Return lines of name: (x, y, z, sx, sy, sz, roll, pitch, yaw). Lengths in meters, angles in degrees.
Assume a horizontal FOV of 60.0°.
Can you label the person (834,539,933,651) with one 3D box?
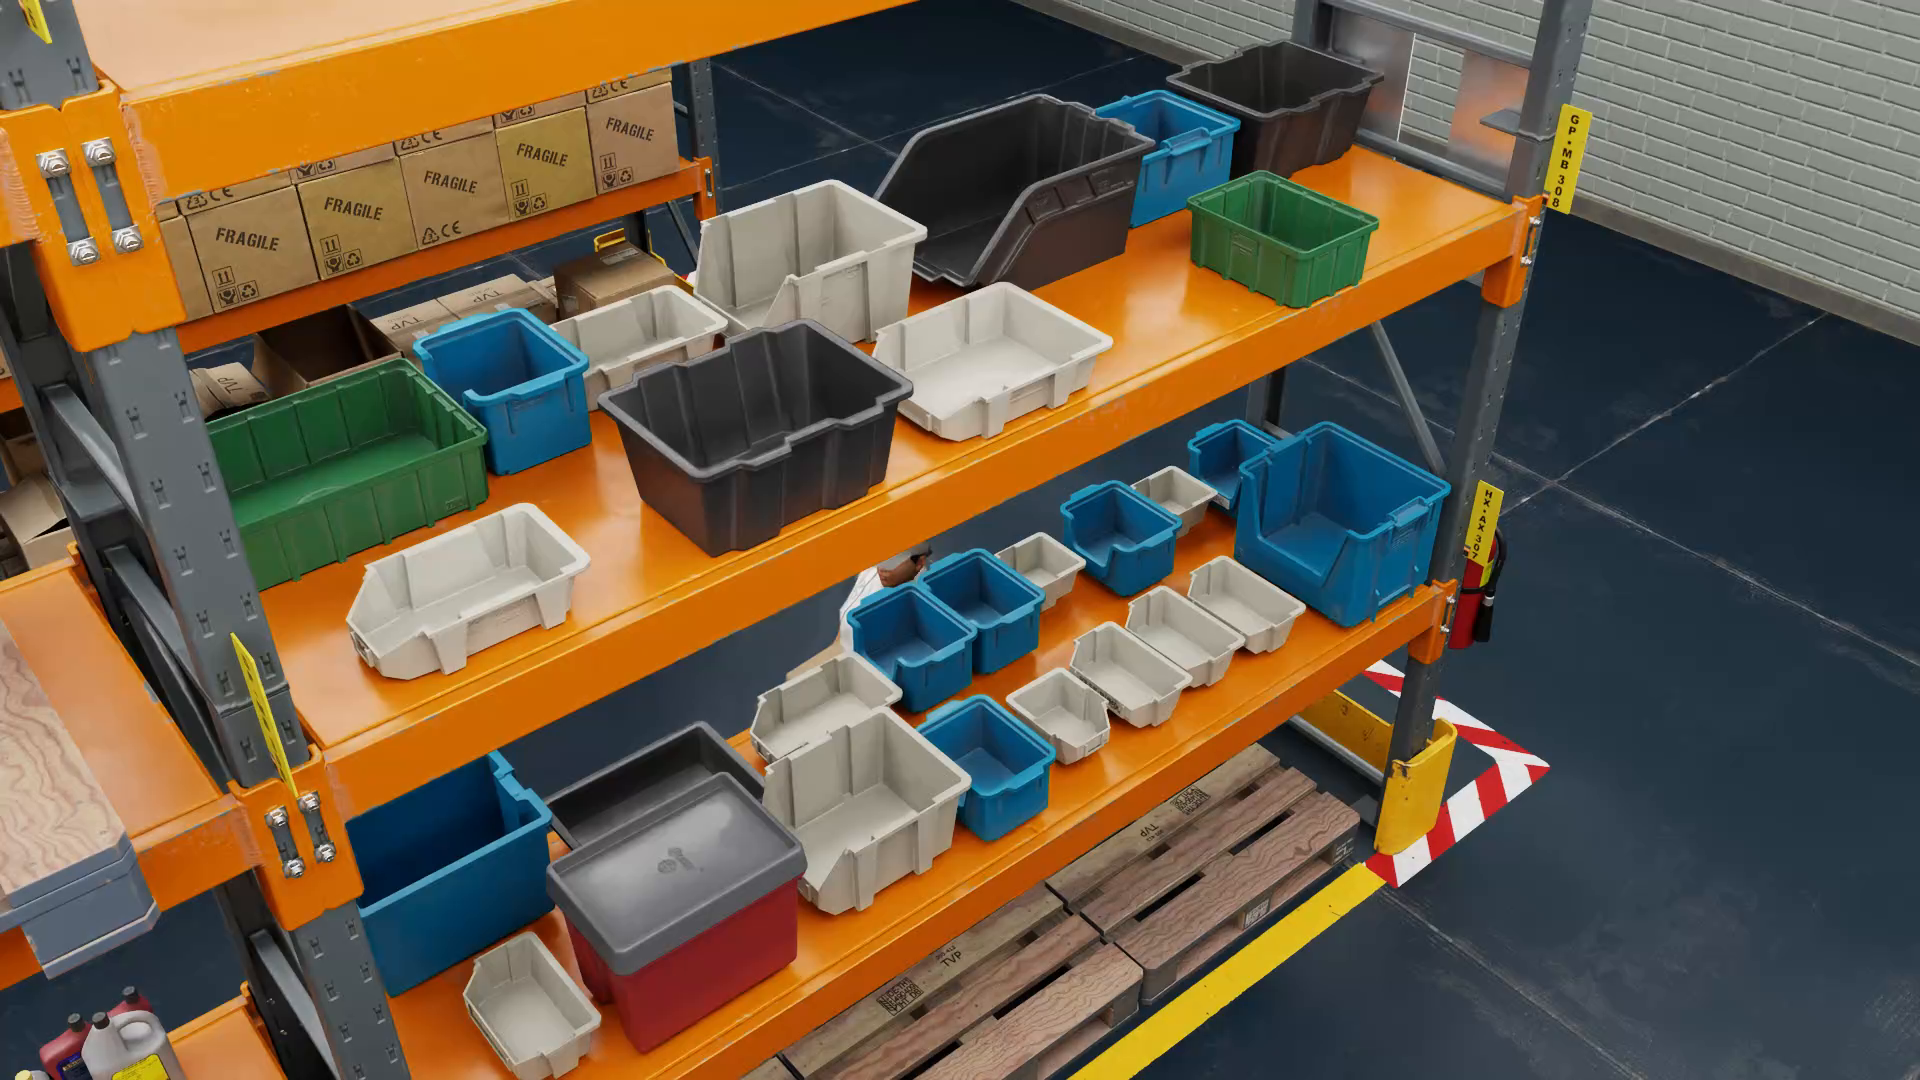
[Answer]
person: (-0.293, 0.634, 6.214, 0.539, 1.659, 0.456, -26, 44, -31)
